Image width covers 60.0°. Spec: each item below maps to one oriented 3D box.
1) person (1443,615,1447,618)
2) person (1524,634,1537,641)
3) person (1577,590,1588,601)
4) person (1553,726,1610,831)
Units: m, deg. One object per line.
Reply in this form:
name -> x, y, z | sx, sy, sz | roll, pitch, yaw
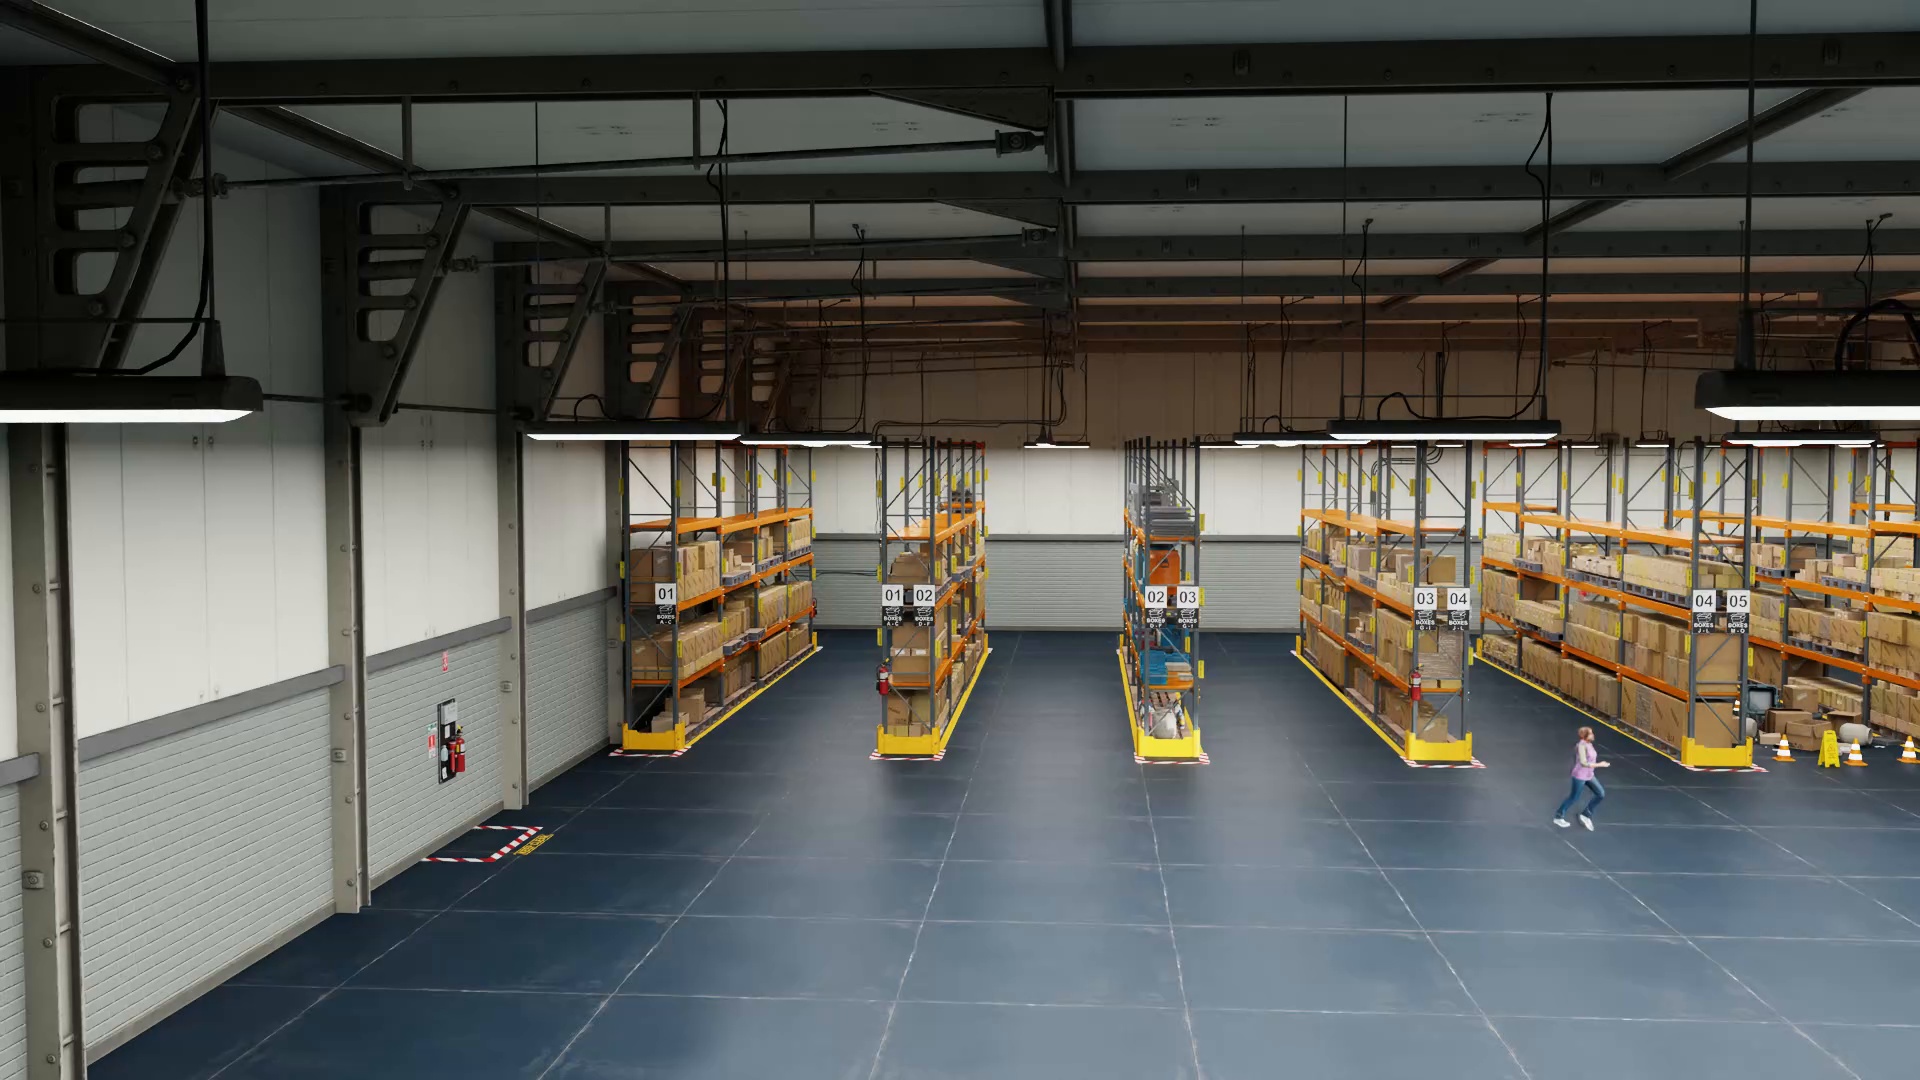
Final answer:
person -> 13.909, 2.417, 47.530 | 0.782, 1.536, 0.692 | 0, 3, -6
person -> 16.121, 2.374, 47.325 | 0.669, 1.597, 0.889 | -2, 3, -28
person -> 17.746, 2.309, 47.460 | 0.720, 1.814, 0.619 | 0, 3, 9
person -> 9.376, 3.588, 25.018 | 0.808, 1.559, 0.548 | 3, 4, 41
